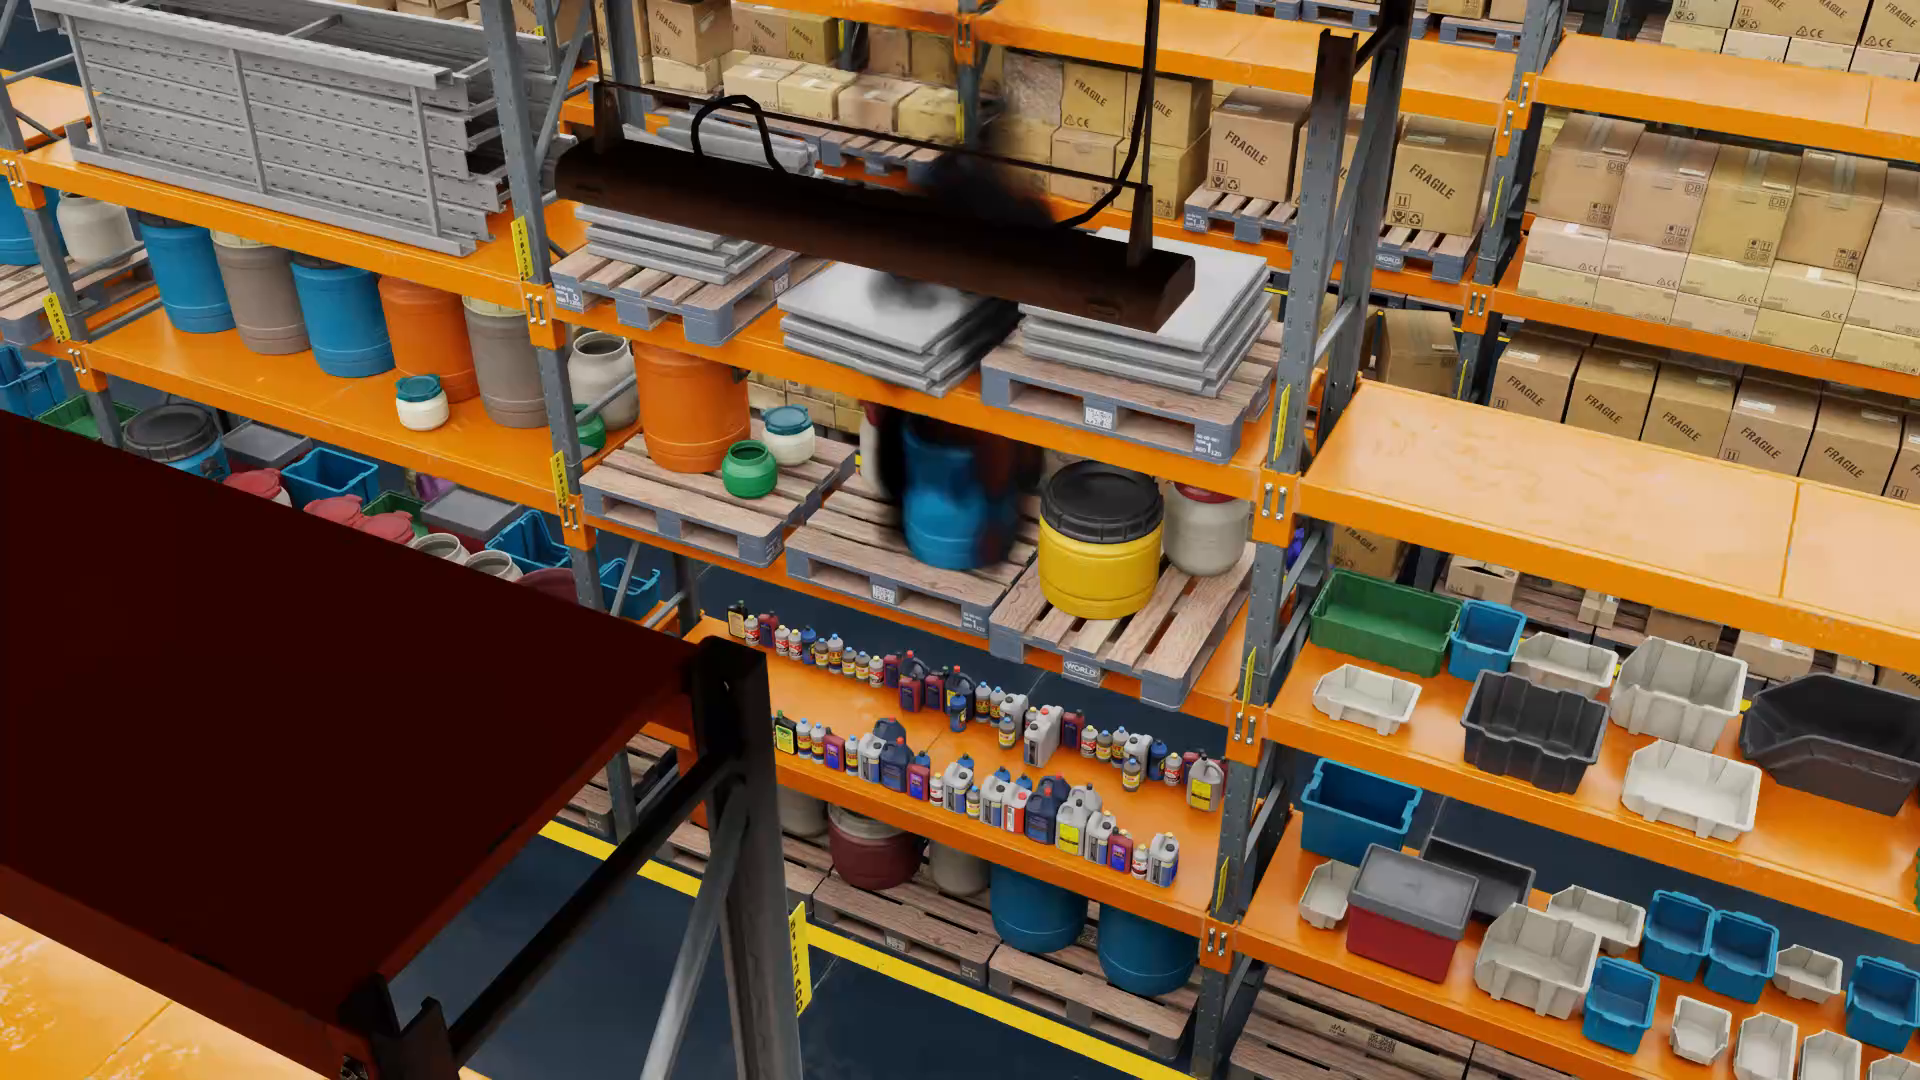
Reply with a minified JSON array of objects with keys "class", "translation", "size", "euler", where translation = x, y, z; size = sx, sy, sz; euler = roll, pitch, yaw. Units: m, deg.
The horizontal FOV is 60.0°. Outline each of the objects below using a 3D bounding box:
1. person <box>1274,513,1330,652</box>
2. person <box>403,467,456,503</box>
[{"class":"person","translation":[2.355,0.423,11.483],"size":[0.672,1.581,0.562],"euler":[16,38,22]},{"class":"person","translation":[-3.976,-0.275,12.972],"size":[0.865,1.548,0.549],"euler":[18,39,24]}]
